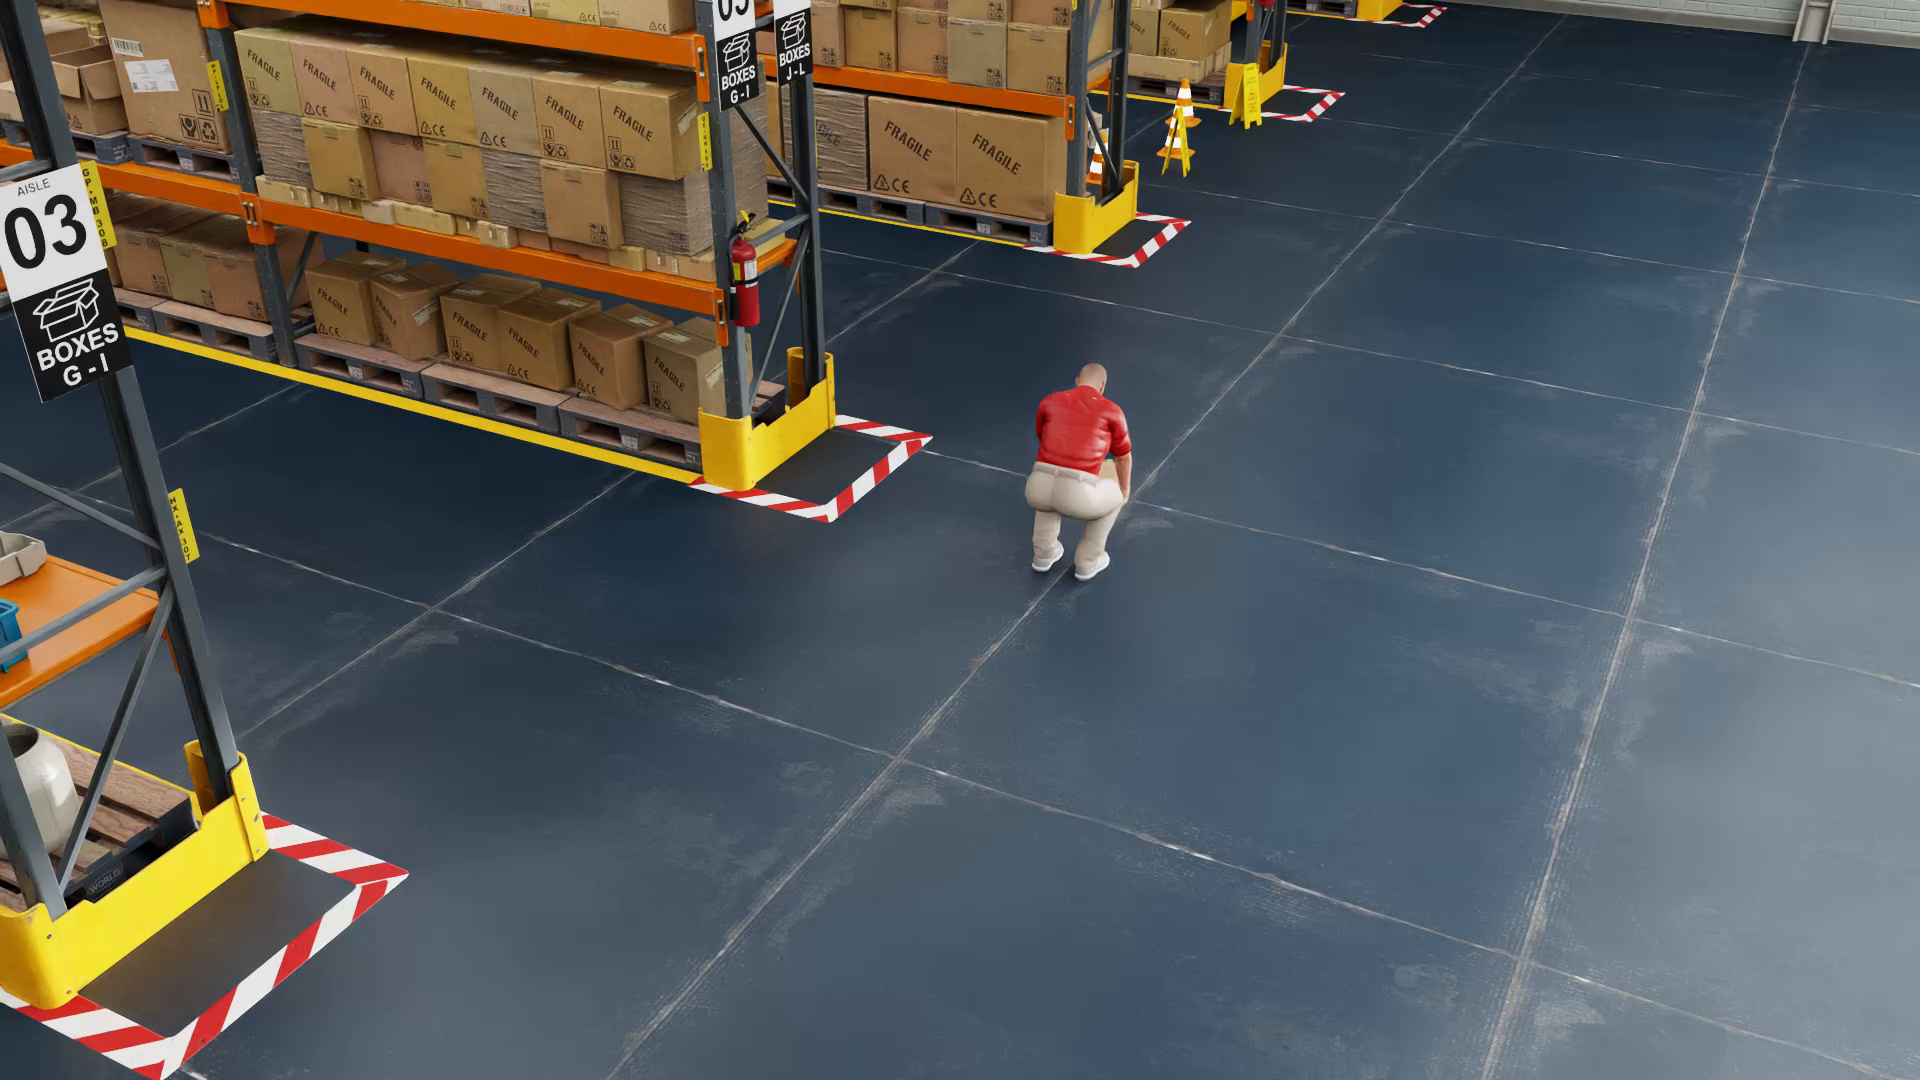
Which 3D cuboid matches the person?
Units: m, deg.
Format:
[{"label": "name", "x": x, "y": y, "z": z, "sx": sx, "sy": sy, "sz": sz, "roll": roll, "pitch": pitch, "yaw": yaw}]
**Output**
[{"label": "person", "x": 0.643, "y": -0.375, "z": 9.569, "sx": 0.571, "sy": 1.130, "sz": 0.818, "roll": 14, "pitch": 33, "yaw": 23}]
